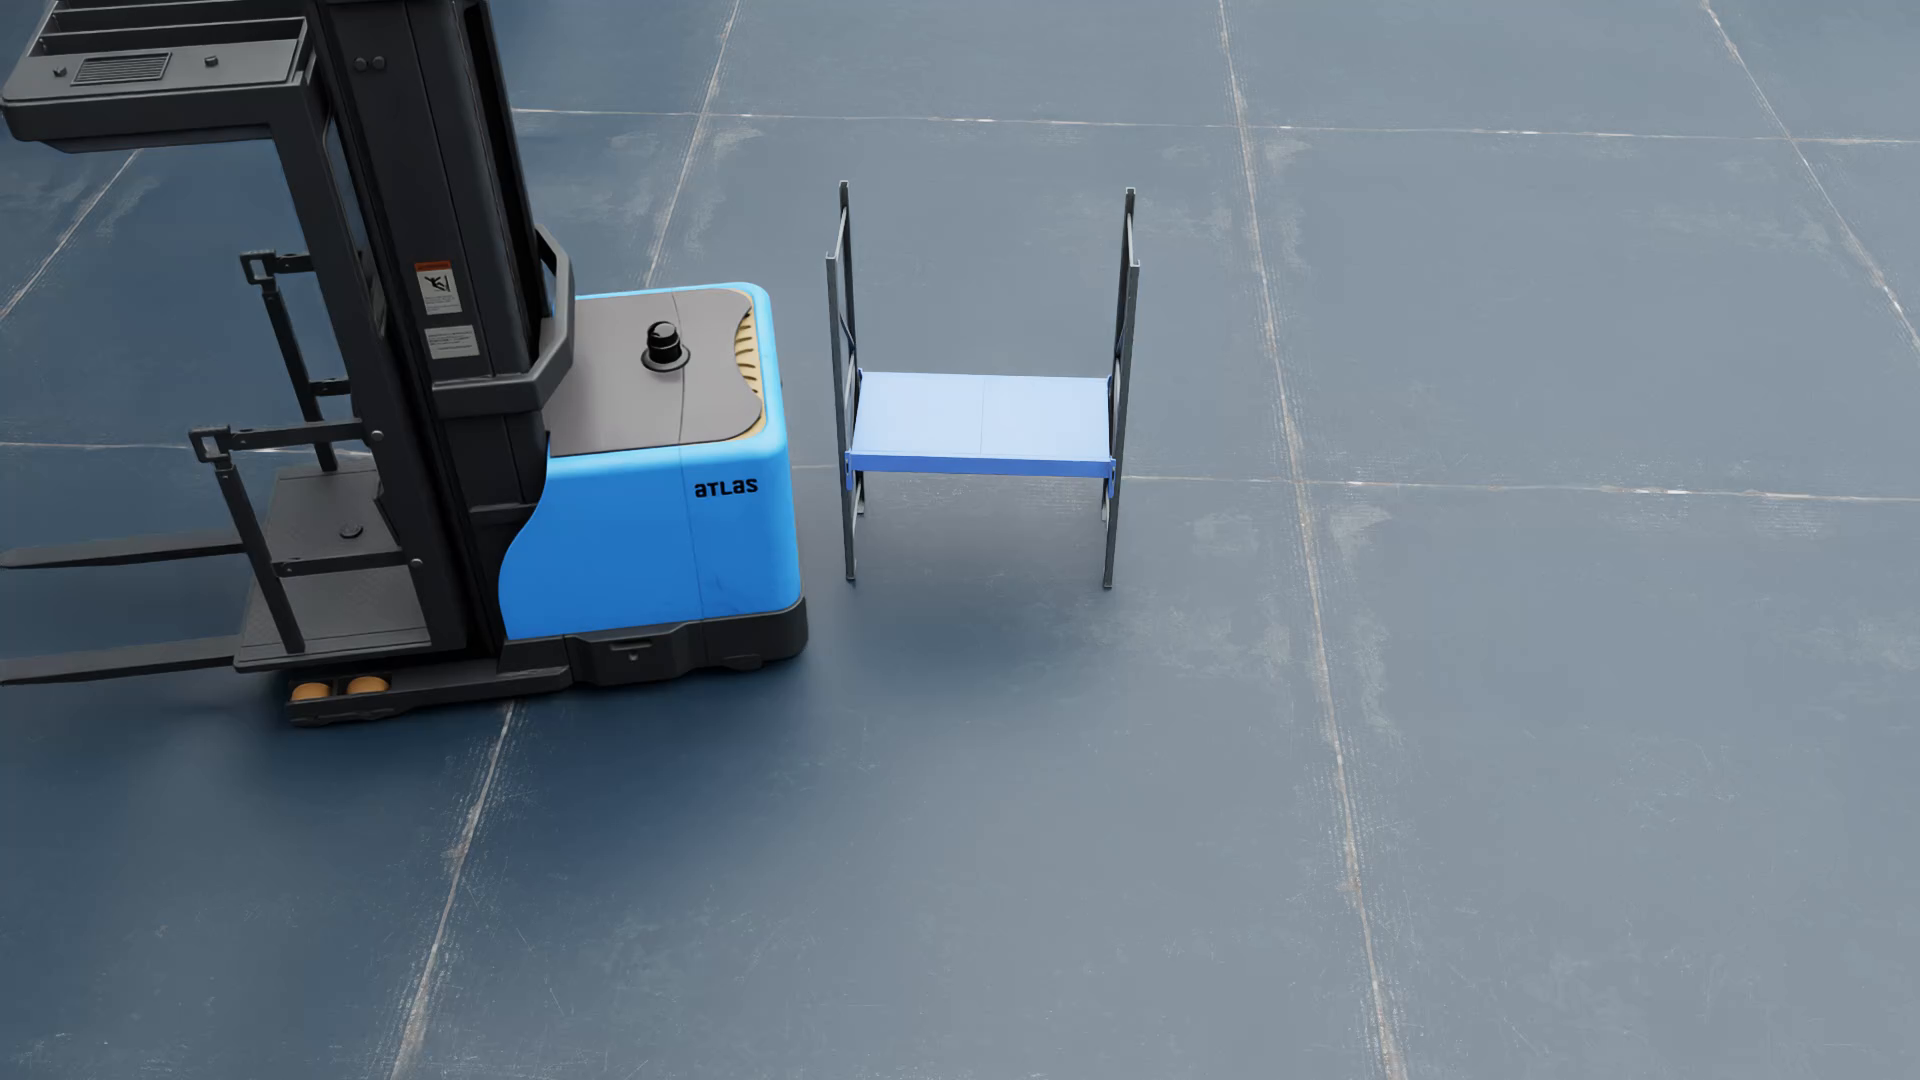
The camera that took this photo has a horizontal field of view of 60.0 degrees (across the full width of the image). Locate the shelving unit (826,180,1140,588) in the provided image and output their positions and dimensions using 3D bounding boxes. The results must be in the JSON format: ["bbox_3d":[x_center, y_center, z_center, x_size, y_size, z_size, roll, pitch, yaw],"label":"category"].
[{"bbox_3d":[0.085,-0.546,6.236,1.048,1.500,0.538,2,43,2],"label":"shelving unit"}]

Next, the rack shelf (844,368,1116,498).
[{"bbox_3d":[0.085,-0.415,6.359,1.000,0.185,0.538,2,43,2],"label":"rack shelf"}]

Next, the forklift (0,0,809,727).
[{"bbox_3d":[-2.131,-0.785,5.443,3.031,2.935,1.130,-6,43,-6],"label":"forklift"}]

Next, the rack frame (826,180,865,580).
[{"bbox_3d":[-0.423,-0.562,6.253,0.032,1.500,0.500,2,43,2],"label":"rack frame"}]

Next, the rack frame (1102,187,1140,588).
[{"bbox_3d":[0.593,-0.531,6.219,0.032,1.500,0.500,2,43,2],"label":"rack frame"}]
